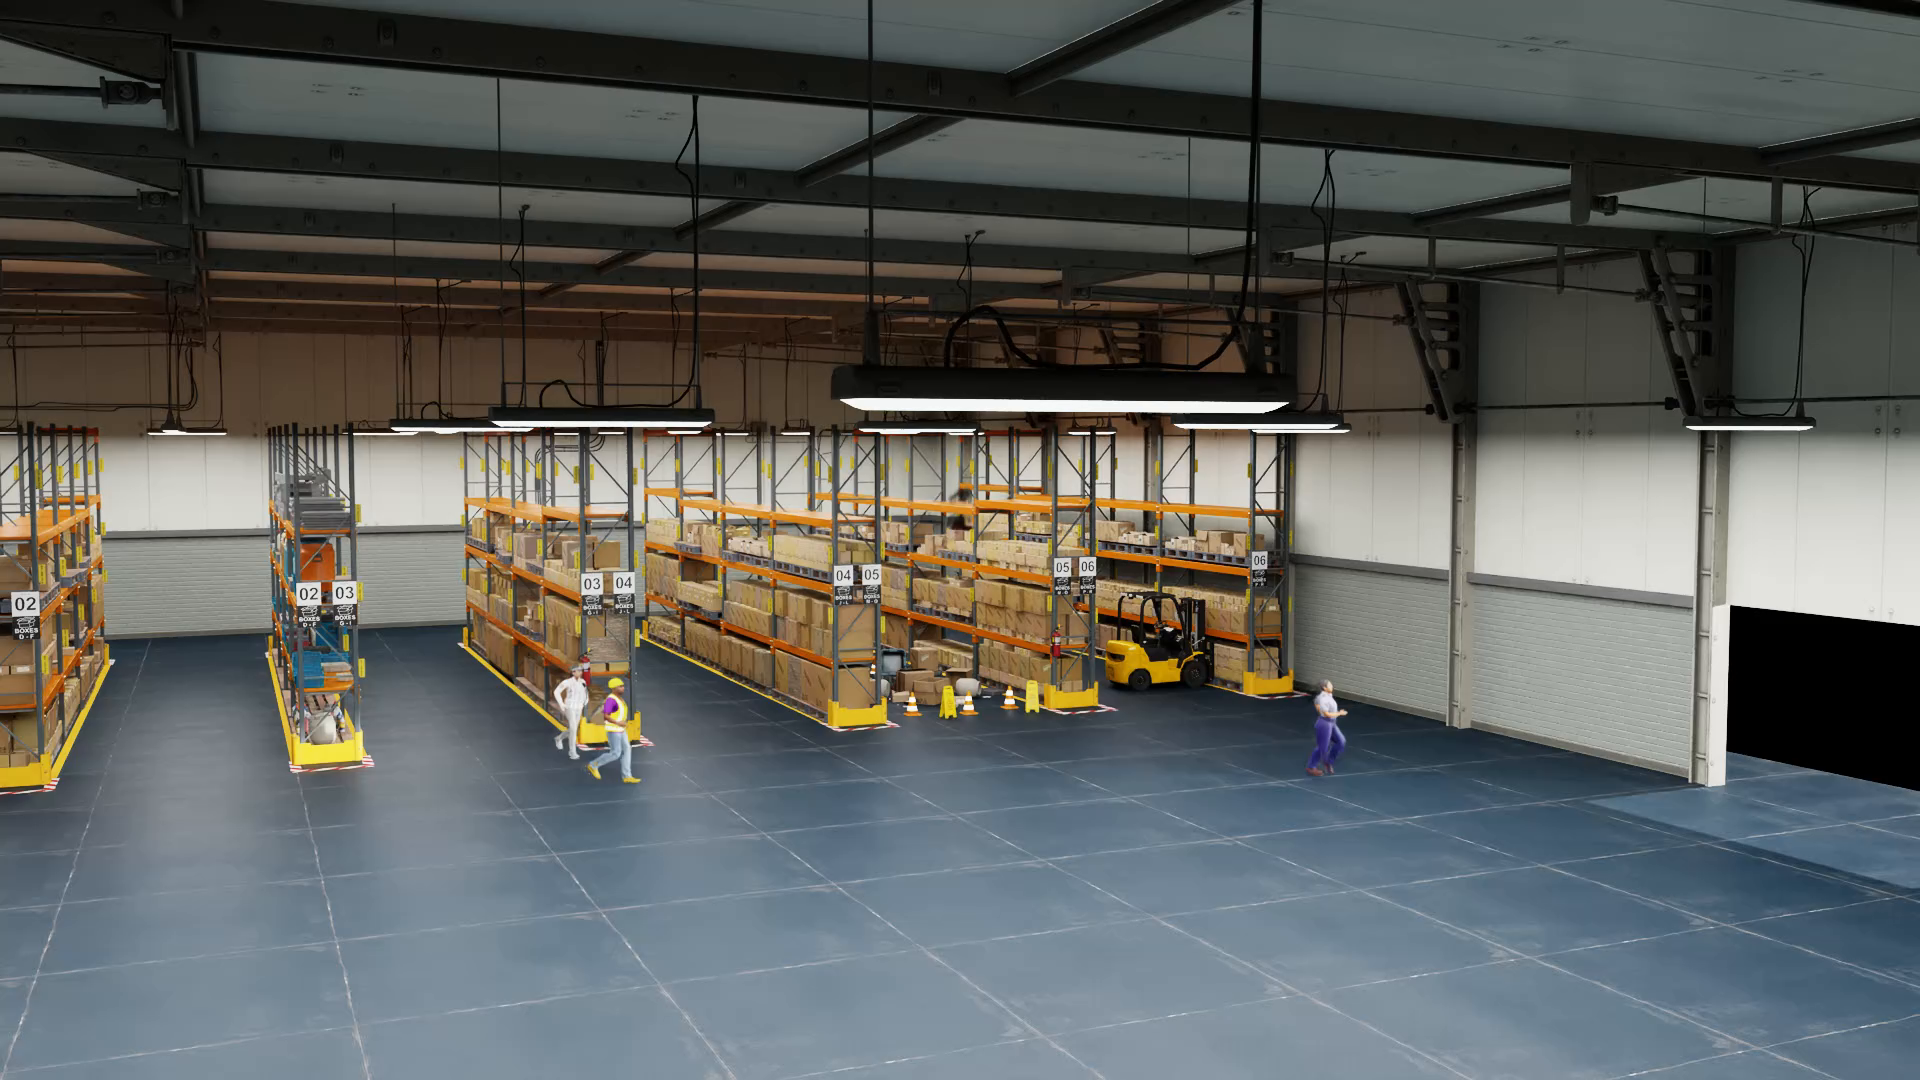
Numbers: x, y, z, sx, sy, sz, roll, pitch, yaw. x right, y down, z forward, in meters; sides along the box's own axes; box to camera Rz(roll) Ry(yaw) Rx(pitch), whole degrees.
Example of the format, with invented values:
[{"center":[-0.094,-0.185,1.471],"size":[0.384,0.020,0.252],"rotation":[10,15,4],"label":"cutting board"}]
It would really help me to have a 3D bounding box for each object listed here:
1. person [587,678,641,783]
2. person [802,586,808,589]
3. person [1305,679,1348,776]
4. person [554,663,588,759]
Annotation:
[{"center":[-5.734,3.163,27.558],"size":[0.883,1.756,0.707],"rotation":[0,4,5],"label":"person"},{"center":[-4.465,1.726,51.349],"size":[0.820,1.740,0.842],"rotation":[-1,4,-9],"label":"person"},{"center":[6.222,3.229,28.183],"size":[0.688,1.580,0.578],"rotation":[2,4,25],"label":"person"},{"center":[-7.007,3.069,30.066],"size":[0.832,1.684,0.657],"rotation":[3,4,39],"label":"person"}]
